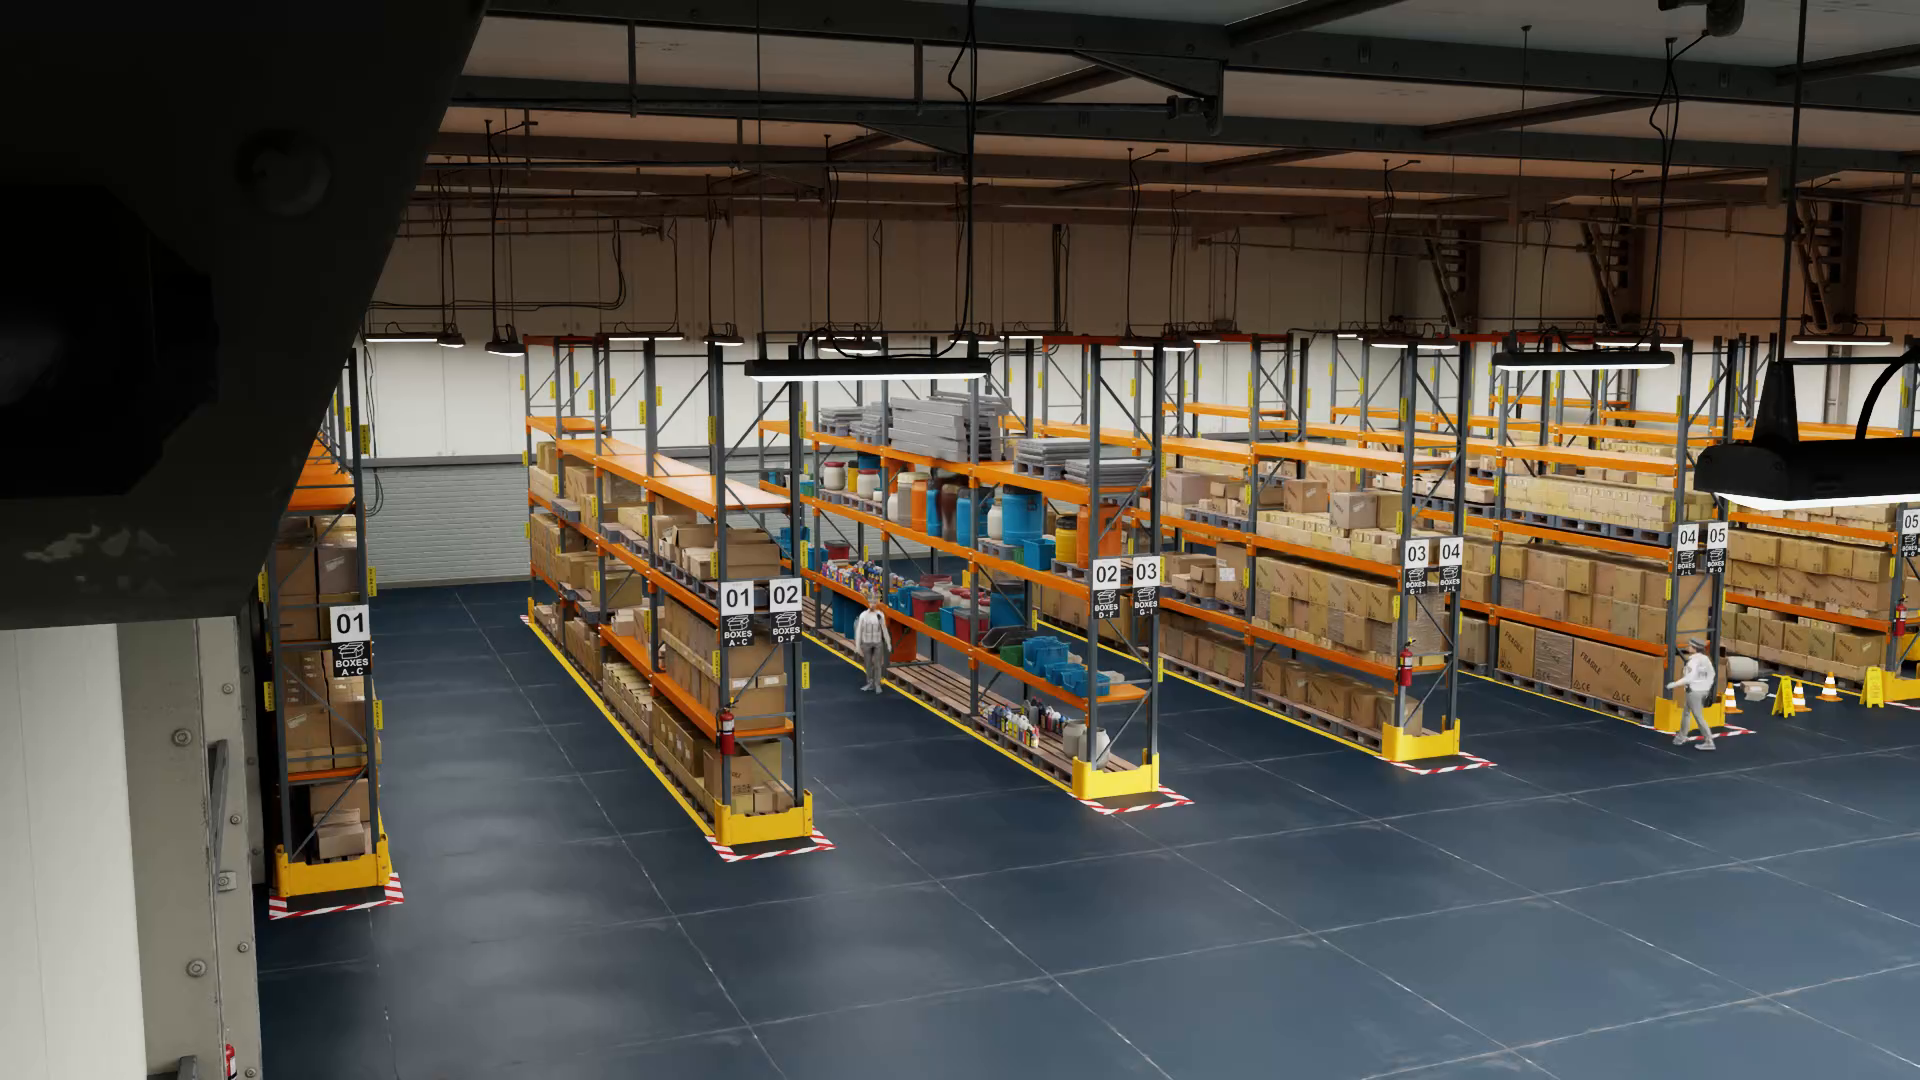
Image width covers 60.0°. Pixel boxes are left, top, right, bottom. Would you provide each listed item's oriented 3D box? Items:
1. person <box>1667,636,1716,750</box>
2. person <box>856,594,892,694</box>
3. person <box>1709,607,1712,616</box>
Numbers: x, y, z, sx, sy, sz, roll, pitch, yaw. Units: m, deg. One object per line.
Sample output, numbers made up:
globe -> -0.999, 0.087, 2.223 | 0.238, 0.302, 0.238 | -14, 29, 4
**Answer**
person -> 10.896, 2.284, 24.609 | 0.587, 1.737, 0.766 | -5, 9, -33
person -> -1.463, 1.748, 28.200 | 0.598, 1.697, 0.393 | 1, 8, 4
person -> 15.665, 0.929, 34.618 | 0.399, 1.652, 0.546 | 2, 8, 13
